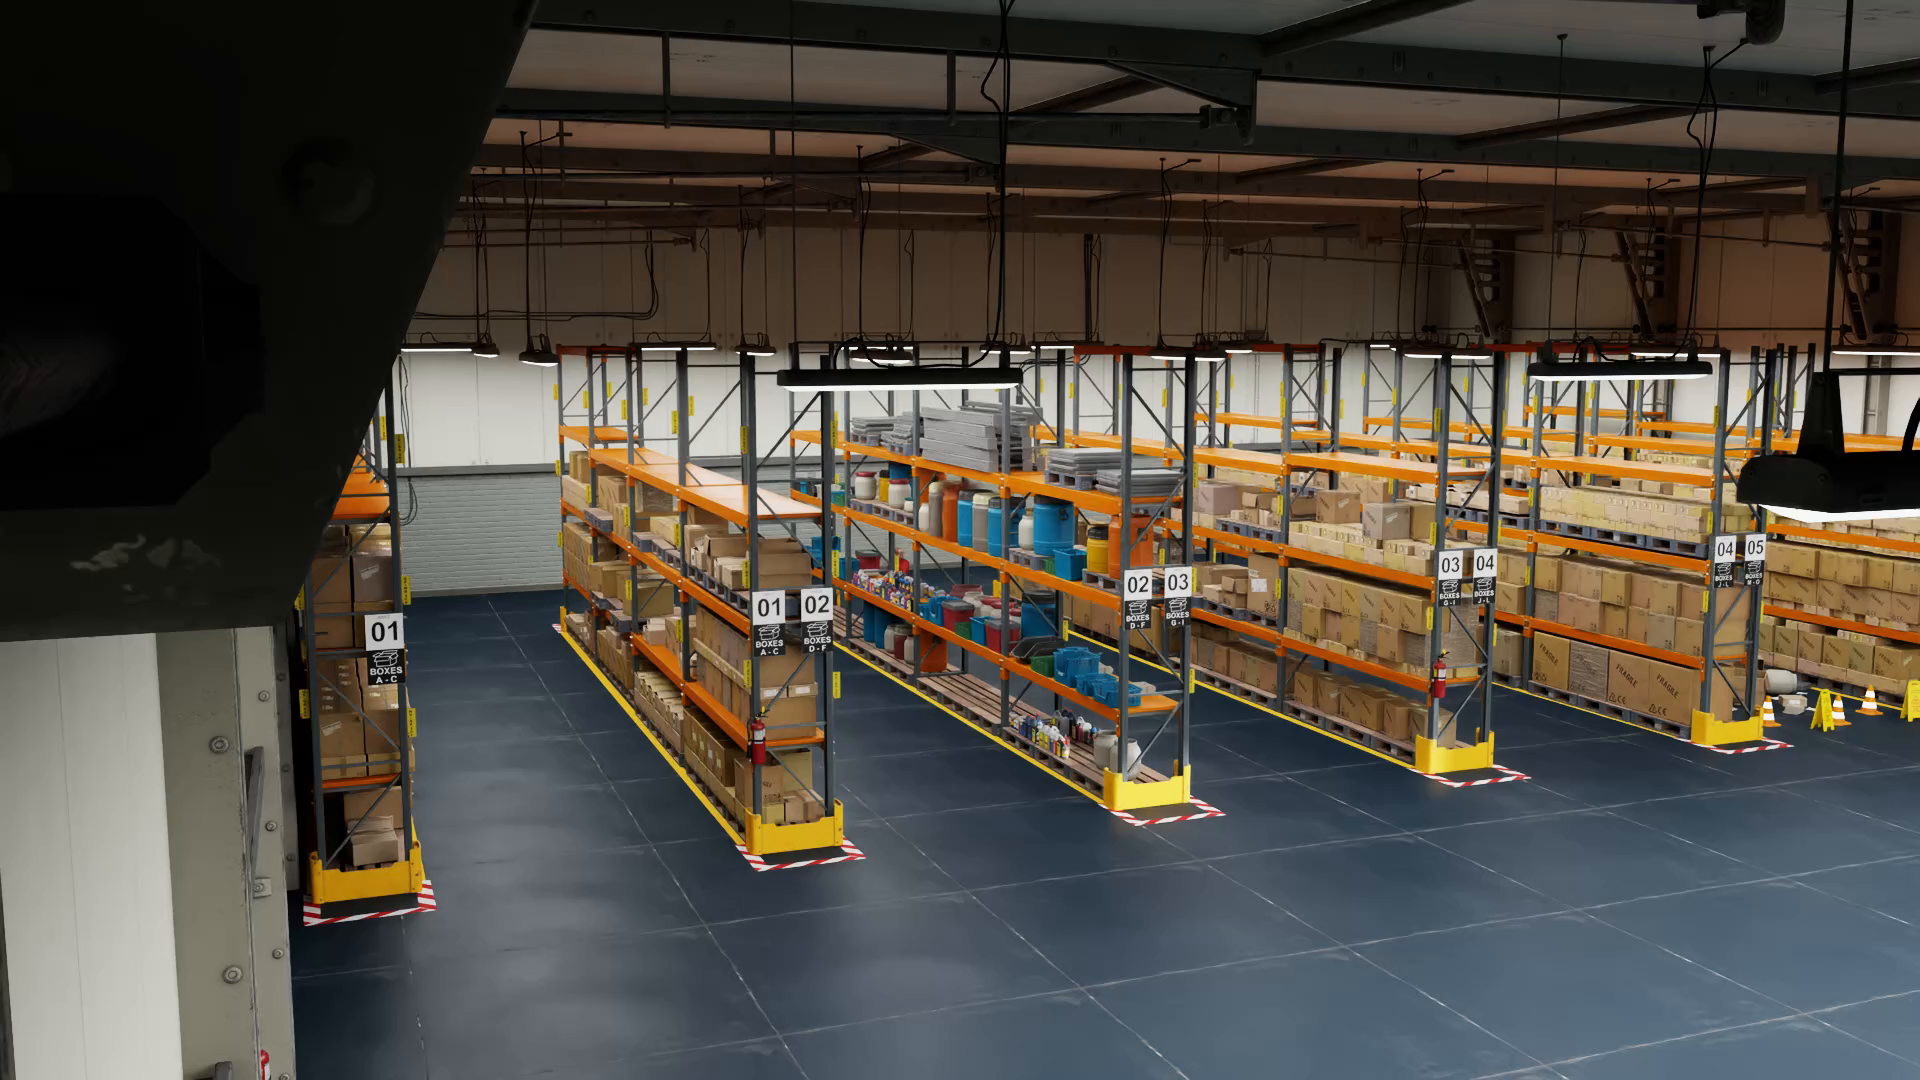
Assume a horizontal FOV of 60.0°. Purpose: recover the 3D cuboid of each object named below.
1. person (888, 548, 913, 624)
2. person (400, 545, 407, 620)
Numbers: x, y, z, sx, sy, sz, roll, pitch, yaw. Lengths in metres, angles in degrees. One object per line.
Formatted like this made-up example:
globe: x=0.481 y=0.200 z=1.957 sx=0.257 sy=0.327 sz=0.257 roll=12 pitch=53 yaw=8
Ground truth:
person: x=-1.286 y=0.998 z=35.306 sx=0.538 sy=1.677 sz=1.038 roll=-4 pitch=8 yaw=-31
person: x=-12.224 y=0.865 z=35.963 sx=0.535 sy=1.777 sz=0.603 roll=-2 pitch=8 yaw=-18
